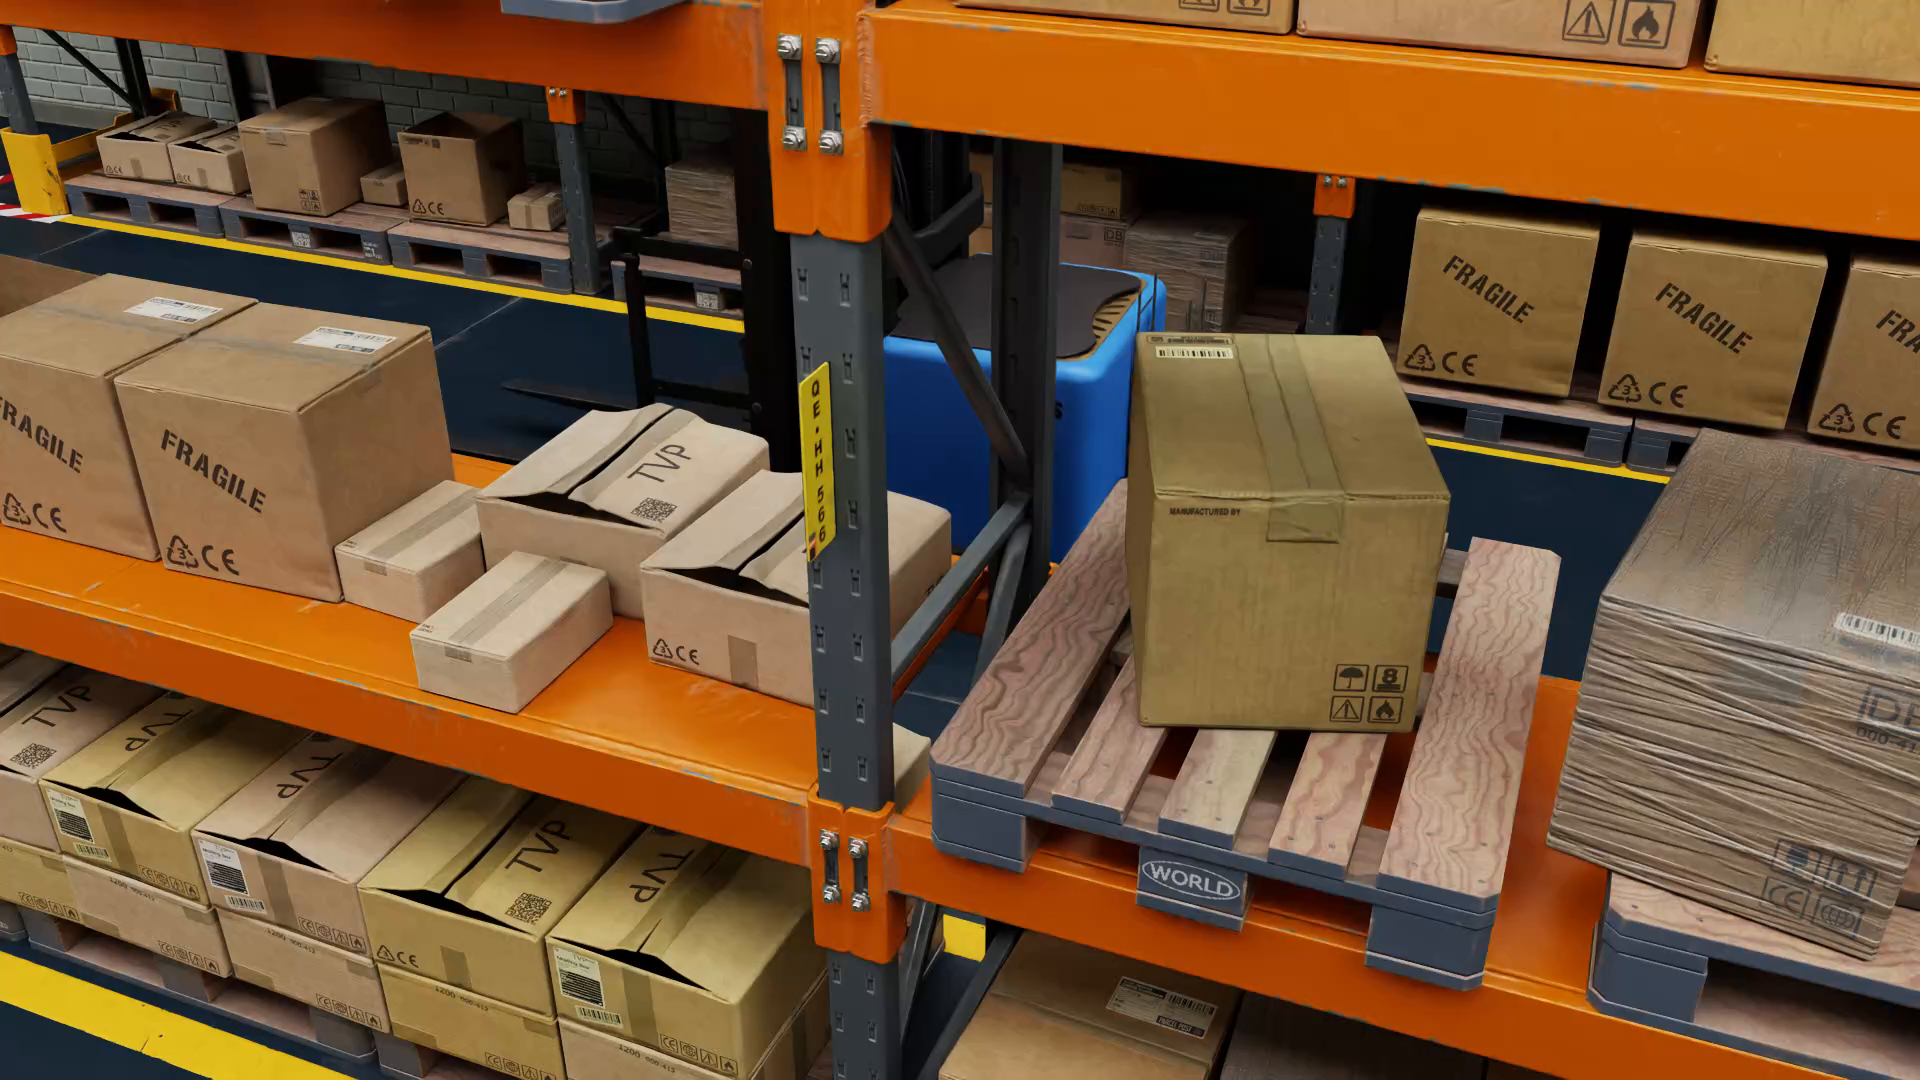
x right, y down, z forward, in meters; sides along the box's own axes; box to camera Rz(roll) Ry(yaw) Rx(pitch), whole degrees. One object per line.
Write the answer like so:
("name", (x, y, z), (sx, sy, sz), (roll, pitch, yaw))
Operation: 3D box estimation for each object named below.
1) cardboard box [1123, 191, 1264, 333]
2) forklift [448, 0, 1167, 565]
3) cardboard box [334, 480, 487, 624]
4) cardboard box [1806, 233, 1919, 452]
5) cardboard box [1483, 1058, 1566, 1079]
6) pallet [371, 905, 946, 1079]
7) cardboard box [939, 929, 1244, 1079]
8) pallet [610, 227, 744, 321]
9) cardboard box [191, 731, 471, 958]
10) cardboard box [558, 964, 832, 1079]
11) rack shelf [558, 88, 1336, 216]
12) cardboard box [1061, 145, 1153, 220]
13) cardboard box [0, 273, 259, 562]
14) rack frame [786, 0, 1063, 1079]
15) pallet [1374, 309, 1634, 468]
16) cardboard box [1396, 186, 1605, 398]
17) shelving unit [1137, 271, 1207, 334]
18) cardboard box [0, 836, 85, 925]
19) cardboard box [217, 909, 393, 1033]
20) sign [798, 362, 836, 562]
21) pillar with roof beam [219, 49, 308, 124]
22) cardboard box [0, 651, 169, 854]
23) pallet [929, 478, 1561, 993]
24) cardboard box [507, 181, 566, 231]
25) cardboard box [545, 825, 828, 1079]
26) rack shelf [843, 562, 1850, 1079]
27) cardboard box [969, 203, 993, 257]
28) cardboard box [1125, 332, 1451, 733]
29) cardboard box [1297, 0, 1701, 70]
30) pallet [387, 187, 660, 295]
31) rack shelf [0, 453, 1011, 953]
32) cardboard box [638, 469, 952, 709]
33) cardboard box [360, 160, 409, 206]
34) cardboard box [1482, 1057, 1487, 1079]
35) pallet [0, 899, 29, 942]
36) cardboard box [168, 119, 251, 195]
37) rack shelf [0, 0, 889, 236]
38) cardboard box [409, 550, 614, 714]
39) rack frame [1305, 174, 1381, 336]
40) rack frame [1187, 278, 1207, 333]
("cardboard box", (1.143, -1.348, 8.179), (0.500, 0.500, 0.700), (12, 32, 20))
("forklift", (-0.767, -1.393, 6.236), (3.031, 2.935, 1.130), (11, 31, 18))
("cardboard box", (-1.232, 0.023, 3.916), (0.250, 0.149, 0.380), (14, 32, 23))
("cardboard box", (4.060, -0.866, 6.992), (0.750, 0.750, 0.750), (12, 32, 21))
("cardboard box", (1.235, 1.425, 3.274), (0.500, 0.500, 0.500), (11, 31, 18))
("pallet", (-0.777, 1.168, 4.469), (1.213, 0.211, 1.003), (11, 31, 19))
("cardboard box", (0.285, 1.235, 3.609), (0.500, 0.500, 0.500), (13, 32, 21))
("pallet", (-1.155, -1.518, 9.221), (1.213, 0.211, 1.003), (11, 31, 19))
("cardboard box", (-1.558, 0.722, 4.222), (0.500, 0.311, 0.500), (11, 31, 19))
("cardboard box", (-0.608, 1.152, 4.030), (0.500, 0.250, 0.500), (12, 32, 20))
("rack shelf", (-0.023, -2.192, 8.311), (4.000, 0.370, 1.077), (11, 31, 19))
("cardboard box", (0.638, -1.808, 8.232), (0.500, 0.250, 0.500), (12, 32, 20))
("cardboard box", (-2.078, -0.320, 4.166), (0.500, 0.500, 0.500), (11, 31, 19))
("rack frame", (-0.029, 0.124, 3.482), (0.127, 3.000, 1.000), (11, 31, 19))
("pallet", (2.532, -0.741, 7.846), (1.213, 0.211, 1.003), (11, 31, 19))
("cardboard box", (2.462, -1.186, 7.558), (0.750, 0.750, 0.750), (11, 31, 18))
("shelving unit", (0.758, -0.381, 6.205), (0.189, 1.200, 0.258), (11, 31, 18))
("cardboard box", (-2.501, 0.776, 4.697), (0.500, 0.250, 0.500), (10, 31, 18))
("cardboard box", (-1.552, 0.964, 4.363), (0.500, 0.250, 0.500), (12, 32, 20))
("sign", (-0.235, -0.126, 2.748), (0.005, 0.325, 0.100), (11, 31, 19))
("pillar with roof beam", (-6.228, -4.529, 5.617), (0.400, 9.000, 9.100), (11, 31, 19))
("cardboard box", (-2.504, 0.535, 4.554), (0.500, 0.311, 0.500), (10, 31, 17))
("pallet", (0.625, 0.301, 3.364), (1.003, 0.211, 1.213), (11, 31, 19))
("cardboard box", (-2.384, -1.919, 9.528), (0.250, 0.166, 0.380), (7, 30, 13))
("cardboard box", (-0.607, 0.910, 3.890), (0.500, 0.311, 0.500), (12, 32, 20))
("rack shelf", (1.824, 0.807, 3.004), (4.000, 0.370, 1.077), (11, 31, 19))
("cardboard box", (0.238, -1.575, 8.582), (0.500, 0.500, 0.700), (11, 31, 19))
("cardboard box", (0.597, -0.037, 3.239), (0.500, 0.500, 0.700), (1, 30, 2))
("cardboard box", (0.860, -1.065, 2.437), (0.500, 0.500, 0.910), (11, 31, 19))
("pallet", (-2.512, -1.769, 9.666), (1.213, 0.211, 1.003), (11, 31, 19))
("rack shelf", (-1.882, 0.067, 4.313), (4.000, 0.370, 1.077), (11, 31, 19))
("cardboard box", (-0.350, 0.076, 3.658), (0.500, 0.311, 0.500), (13, 32, 22))
("cardboard box", (-3.351, -2.131, 9.921), (0.250, 0.149, 0.380), (9, 31, 15))
("cardboard box", (1.405, 1.183, 3.702), (0.500, 0.500, 0.500), (10, 31, 17))
("pallet", (-3.038, 0.717, 5.267), (1.213, 0.211, 1.003), (11, 31, 19))
("cardboard box", (-4.448, -2.362, 10.165), (0.500, 0.311, 0.500), (14, 32, 23))
("rack shelf", (-1.882, -1.238, 3.575), (4.000, 0.370, 1.077), (11, 31, 19))
("cardboard box", (-0.966, 0.193, 3.615), (0.250, 0.149, 0.380), (11, 31, 19))
("rack frame", (1.830, -2.135, 7.479), (0.127, 3.000, 1.000), (11, 31, 19))
("rack frame", (0.844, -0.365, 6.177), (0.006, 1.200, 0.240), (11, 31, 18))
